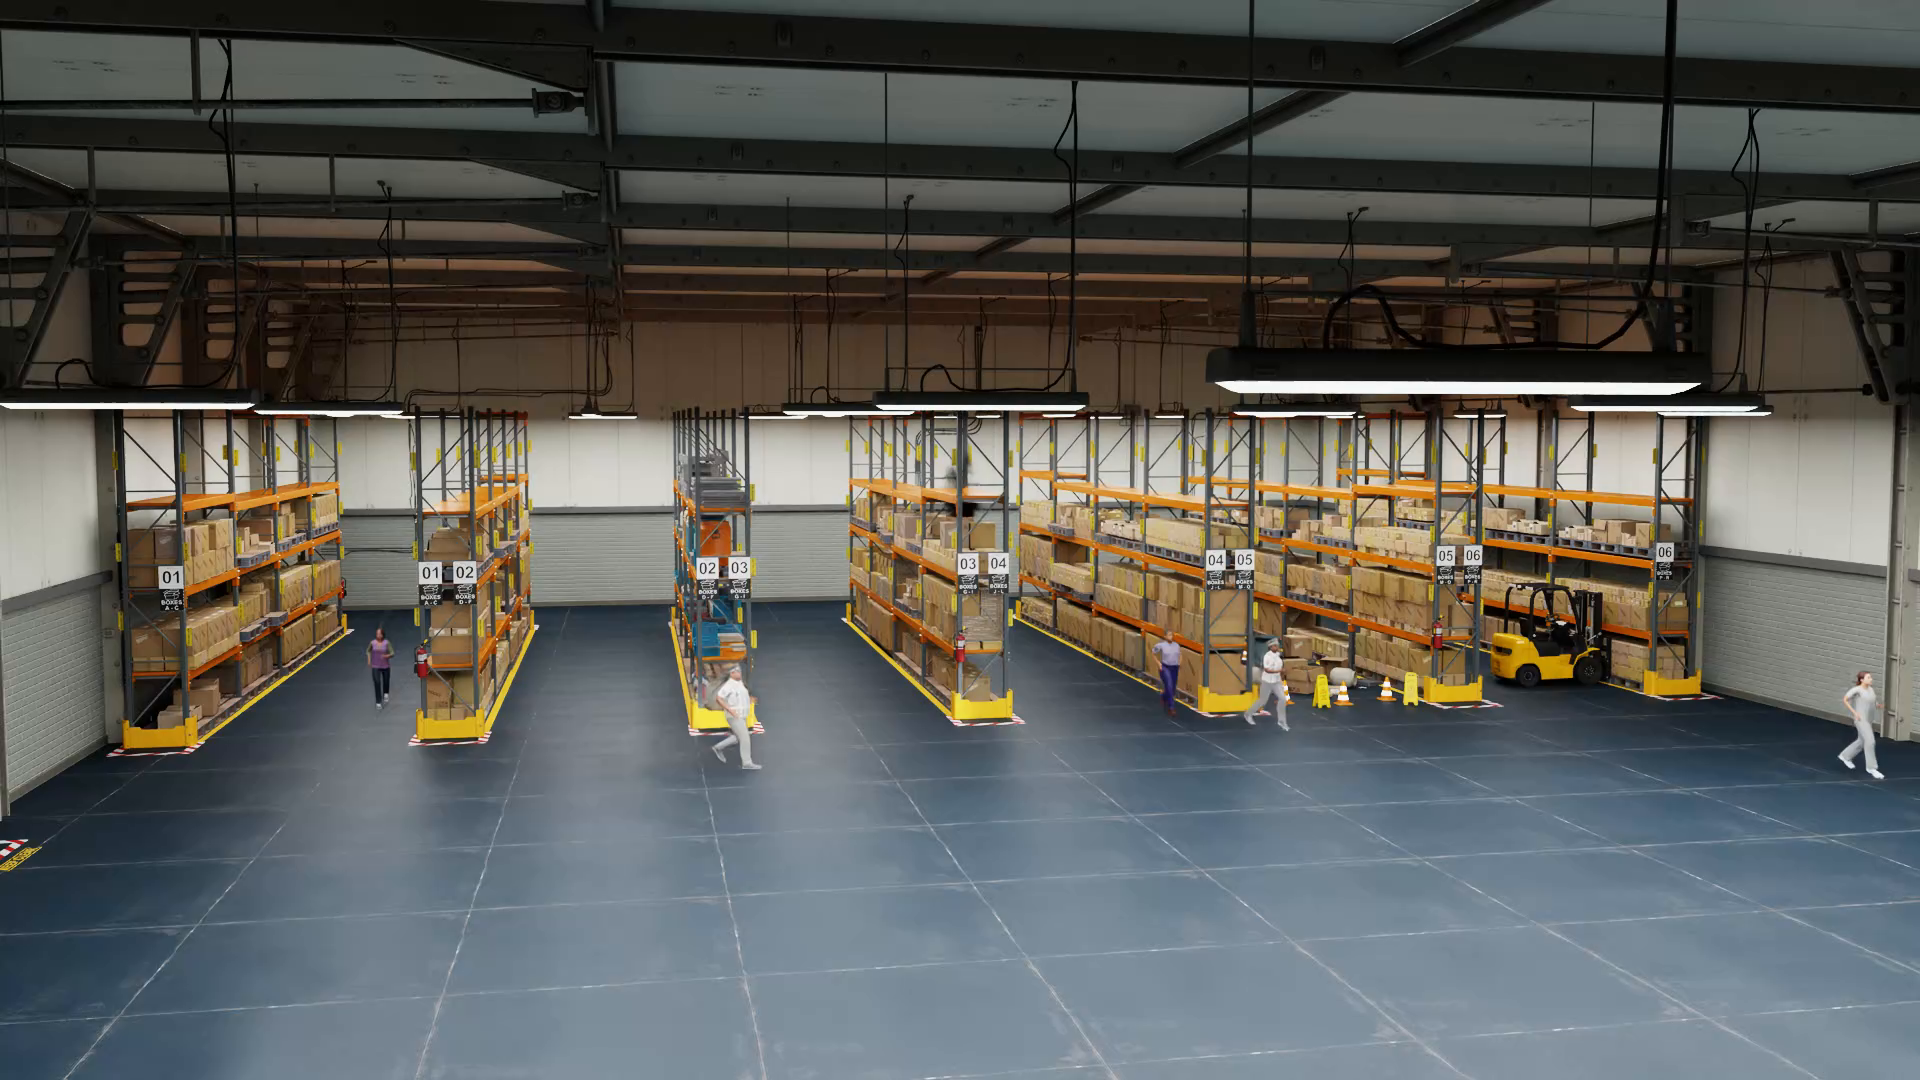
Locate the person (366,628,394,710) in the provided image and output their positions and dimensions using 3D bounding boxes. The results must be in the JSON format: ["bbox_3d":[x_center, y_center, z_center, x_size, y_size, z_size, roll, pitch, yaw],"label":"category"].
[{"bbox_3d":[-11.596,2.554,33.238,0.521,1.574,0.877,-1,4,-17],"label":"person"}]

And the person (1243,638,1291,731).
[{"bbox_3d":[5.768,2.670,31.073,0.901,1.740,0.586,4,6,43],"label":"person"}]

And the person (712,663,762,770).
[{"bbox_3d":[-3.692,2.888,27.376,0.921,1.752,0.674,1,4,14],"label":"person"}]

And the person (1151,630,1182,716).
[{"bbox_3d":[4.089,2.581,32.663,0.611,1.650,0.849,-2,4,-24],"label":"person"}]

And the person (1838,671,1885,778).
[{"bbox_3d":[14.661,2.958,27.012,0.560,1.694,0.825,-2,5,-30],"label":"person"}]
